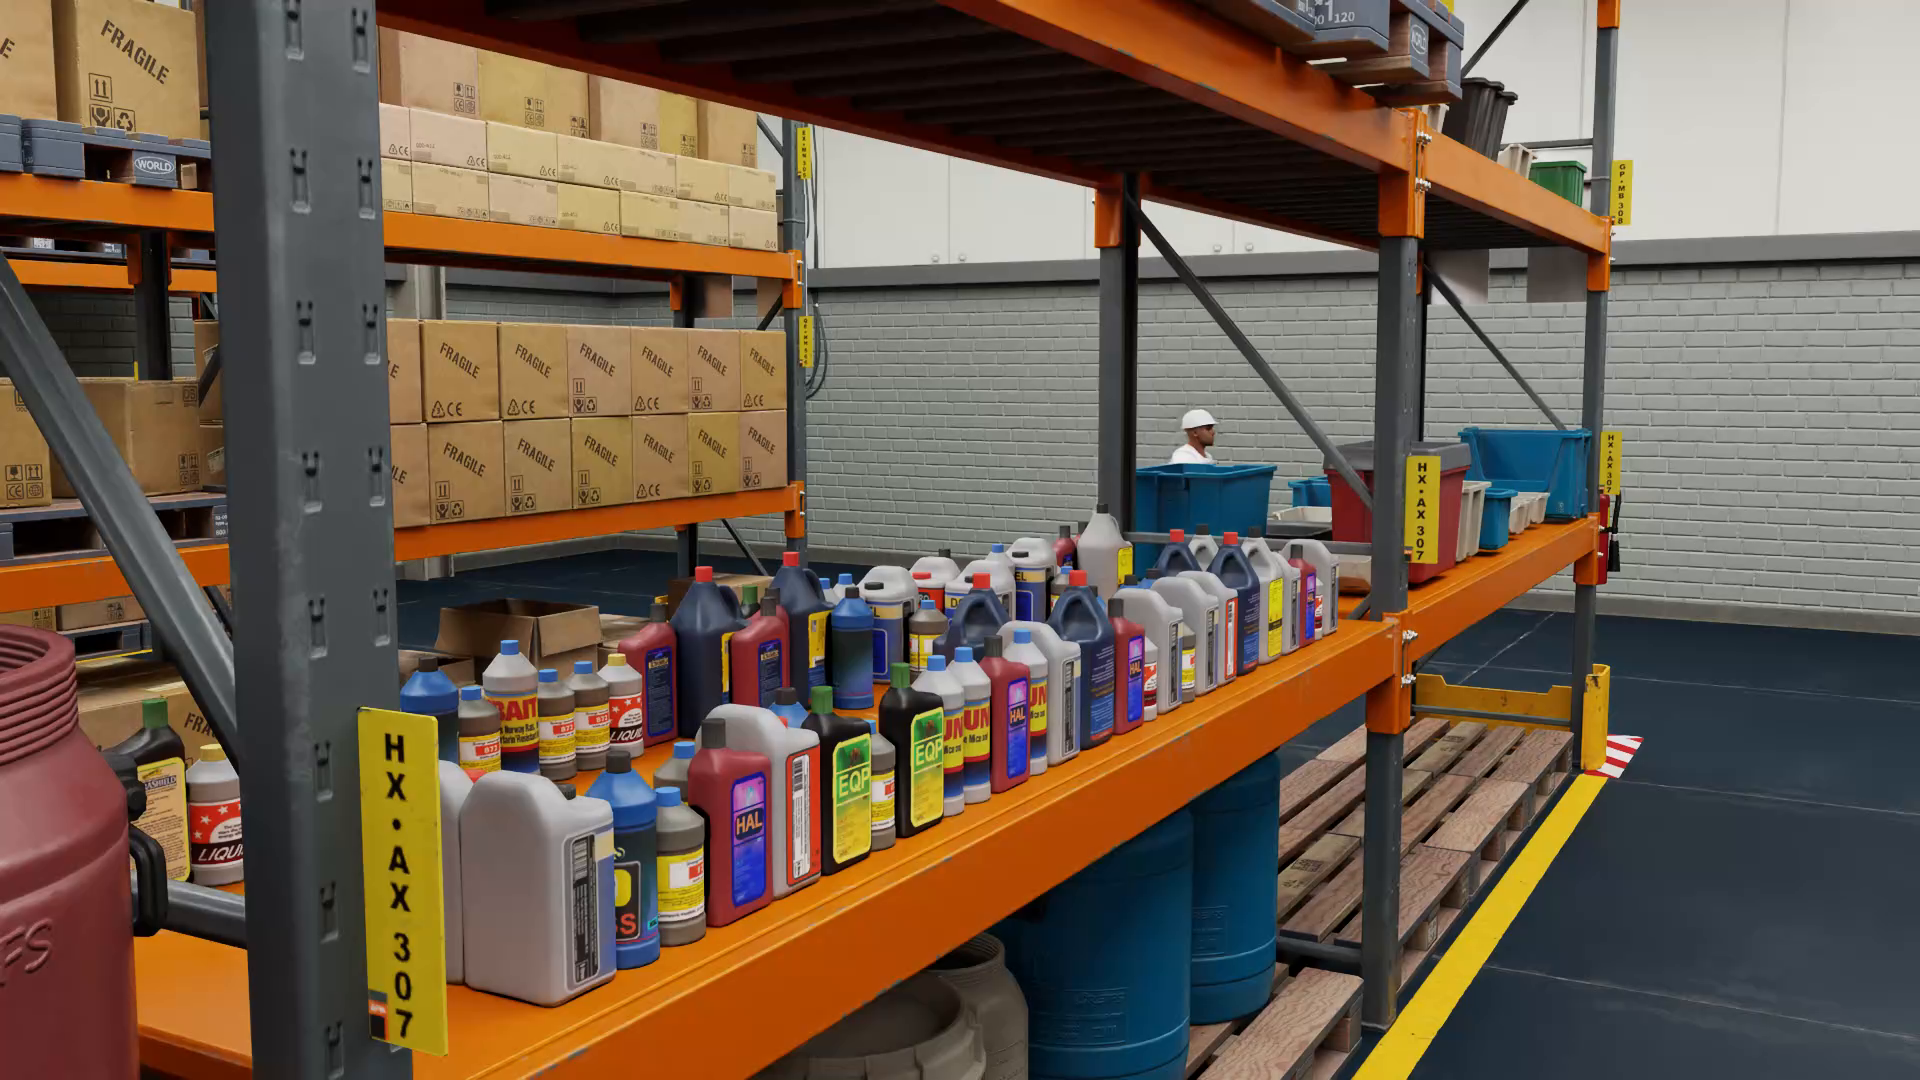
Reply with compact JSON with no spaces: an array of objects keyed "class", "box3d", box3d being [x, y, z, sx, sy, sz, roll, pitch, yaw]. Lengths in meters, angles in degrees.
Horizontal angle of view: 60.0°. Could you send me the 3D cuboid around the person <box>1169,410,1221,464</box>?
[{"class":"person","box3d":[1.706,-0.107,12.492,0.779,1.742,0.604,4,7,32]}]
